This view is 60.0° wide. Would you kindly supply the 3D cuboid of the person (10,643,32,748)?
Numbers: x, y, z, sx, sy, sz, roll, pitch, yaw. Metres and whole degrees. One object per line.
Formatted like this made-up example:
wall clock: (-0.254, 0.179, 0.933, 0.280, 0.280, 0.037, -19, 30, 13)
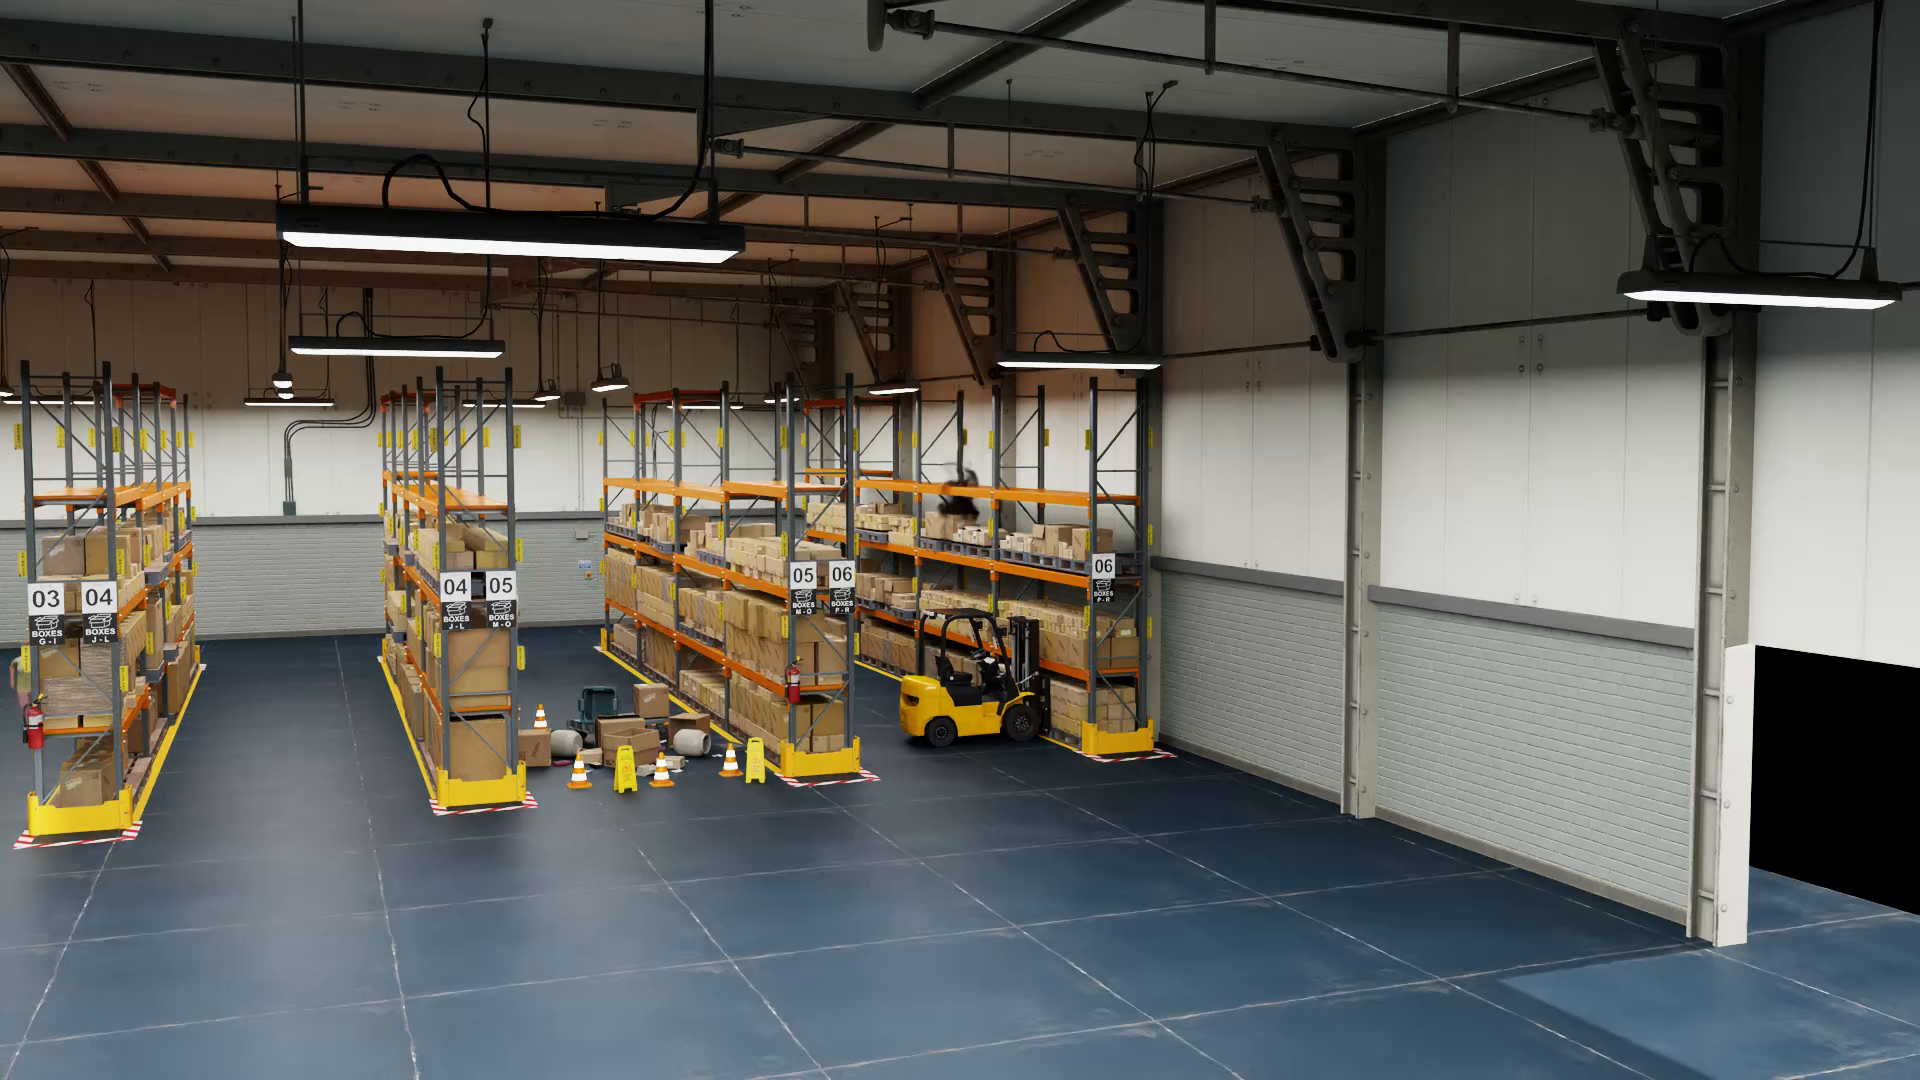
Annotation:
person: (-15.345, 2.518, 27.446, 0.598, 1.674, 1.012, -1, 4, -21)
